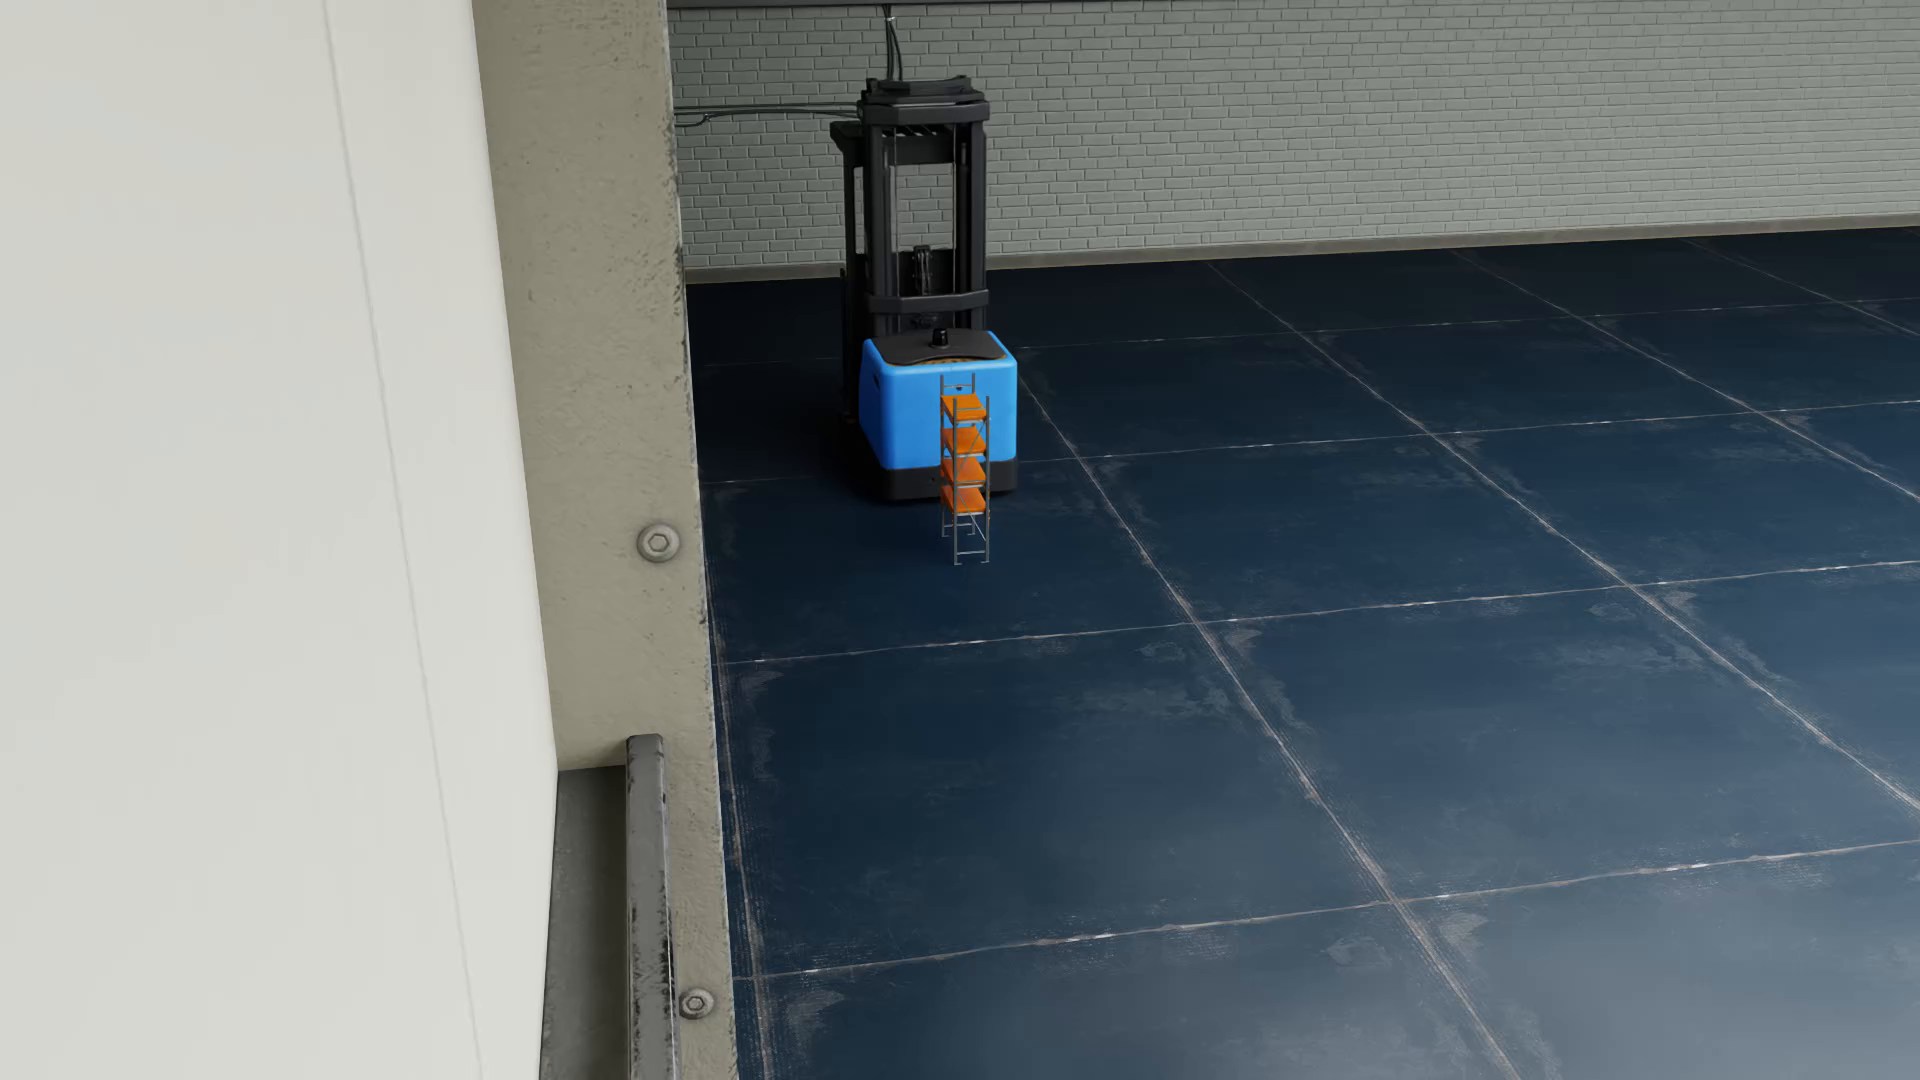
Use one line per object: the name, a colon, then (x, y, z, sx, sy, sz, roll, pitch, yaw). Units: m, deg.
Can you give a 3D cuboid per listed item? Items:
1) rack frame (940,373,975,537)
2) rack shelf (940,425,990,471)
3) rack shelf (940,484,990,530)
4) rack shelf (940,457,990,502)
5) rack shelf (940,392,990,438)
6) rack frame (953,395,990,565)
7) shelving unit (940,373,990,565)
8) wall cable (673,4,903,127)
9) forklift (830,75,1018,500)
rack frame: (-0.014, -0.581, 11.581, 0.240, 1.200, 0.015, -4, 24, -10)
rack shelf: (0.031, -0.628, 11.298, 0.258, 0.148, 0.480, -4, 24, -10)
rack shelf: (0.031, -0.241, 11.467, 0.258, 0.148, 0.480, -4, 24, -10)
rack shelf: (0.031, -0.423, 11.388, 0.258, 0.148, 0.480, -4, 24, -10)
rack shelf: (0.031, -0.845, 11.203, 0.258, 0.148, 0.480, -4, 24, -10)
rack frame: (0.076, -0.389, 11.141, 0.240, 1.200, 0.015, -4, 24, -10)
shelving unit: (0.031, -0.485, 11.361, 0.258, 1.200, 0.503, -4, 24, -10)
wall cable: (-2.122, -5.545, 17.082, 3.097, 2.526, 0.112, -4, 24, -10)
forklift: (-0.394, -2.198, 13.121, 1.130, 2.935, 3.031, -5, 24, -12)
